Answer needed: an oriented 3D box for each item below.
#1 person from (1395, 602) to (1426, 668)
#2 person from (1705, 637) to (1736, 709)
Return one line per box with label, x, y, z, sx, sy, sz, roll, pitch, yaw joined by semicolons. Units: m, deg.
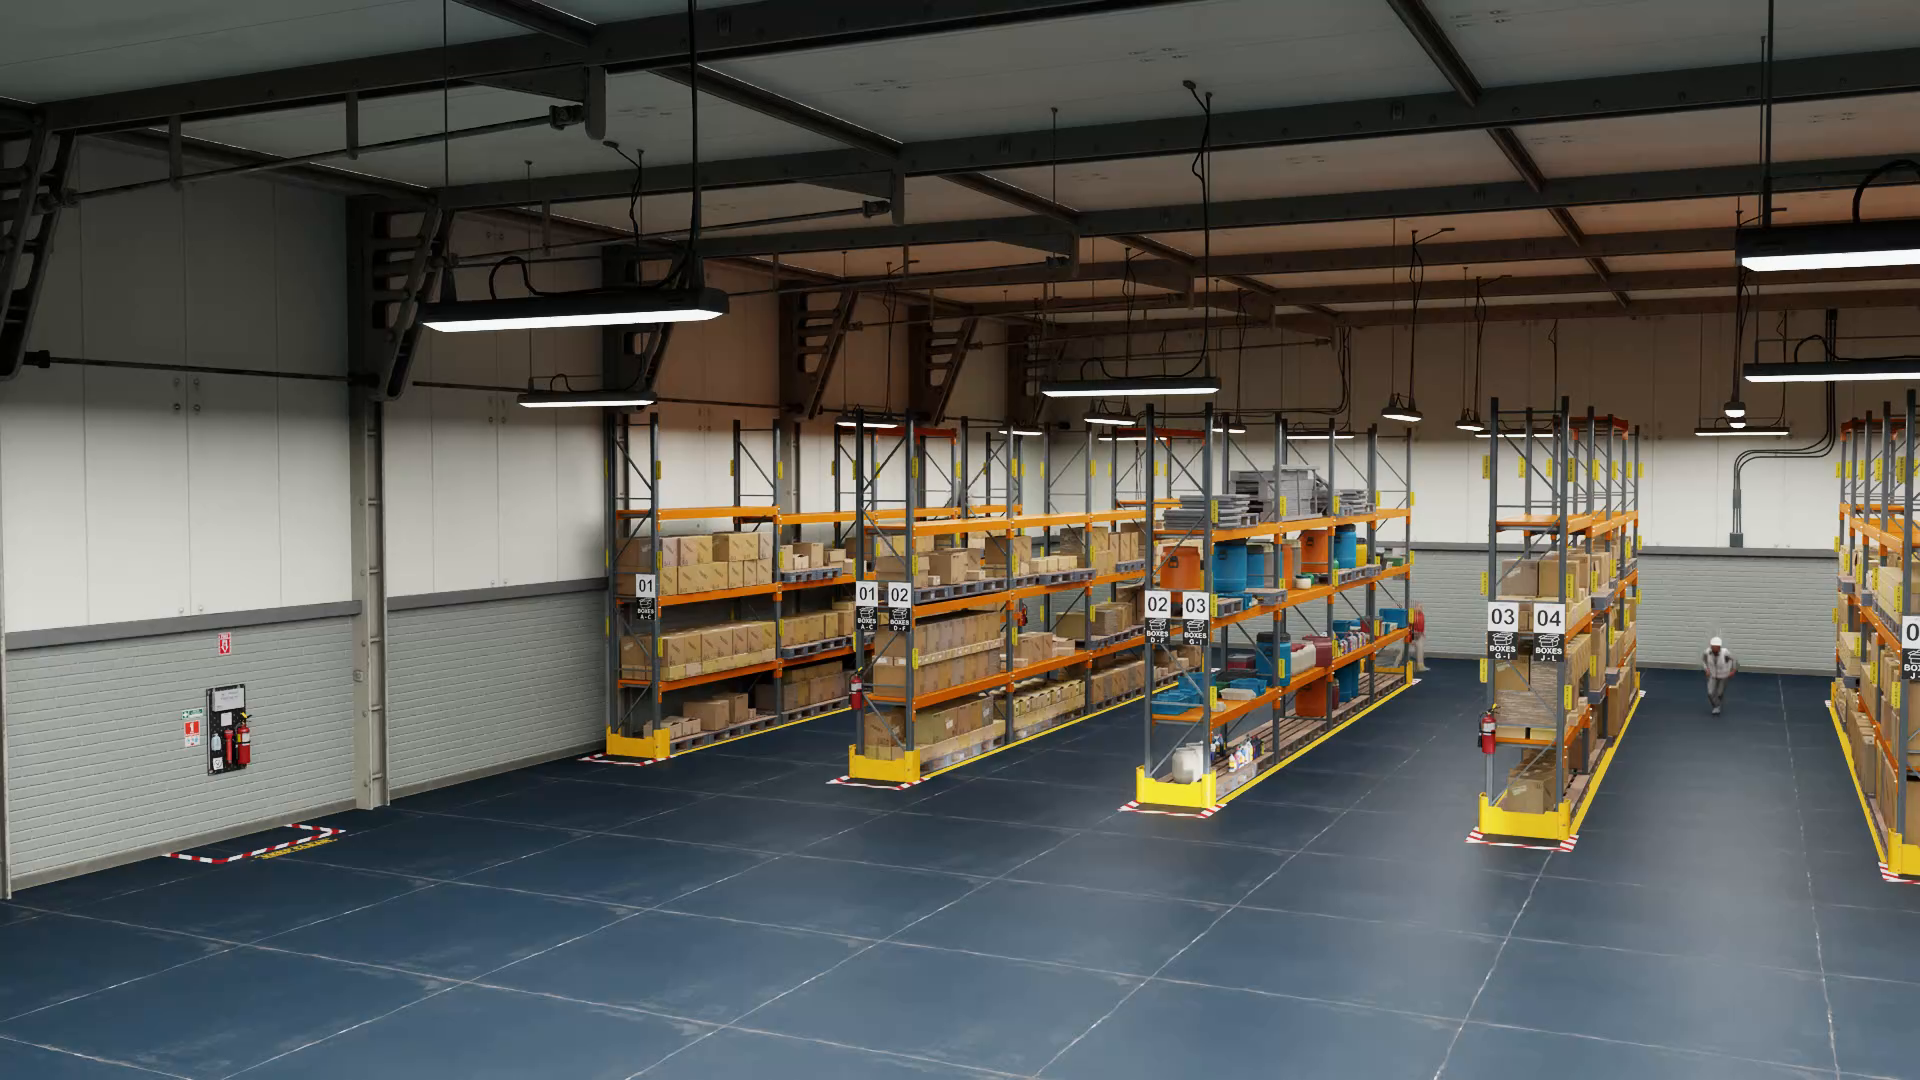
person;11.237;2.347;41.141;0.698;1.631;0.775;-1;3;-32
person;15.546;2.742;34.004;0.604;1.541;0.839;1;3;30
